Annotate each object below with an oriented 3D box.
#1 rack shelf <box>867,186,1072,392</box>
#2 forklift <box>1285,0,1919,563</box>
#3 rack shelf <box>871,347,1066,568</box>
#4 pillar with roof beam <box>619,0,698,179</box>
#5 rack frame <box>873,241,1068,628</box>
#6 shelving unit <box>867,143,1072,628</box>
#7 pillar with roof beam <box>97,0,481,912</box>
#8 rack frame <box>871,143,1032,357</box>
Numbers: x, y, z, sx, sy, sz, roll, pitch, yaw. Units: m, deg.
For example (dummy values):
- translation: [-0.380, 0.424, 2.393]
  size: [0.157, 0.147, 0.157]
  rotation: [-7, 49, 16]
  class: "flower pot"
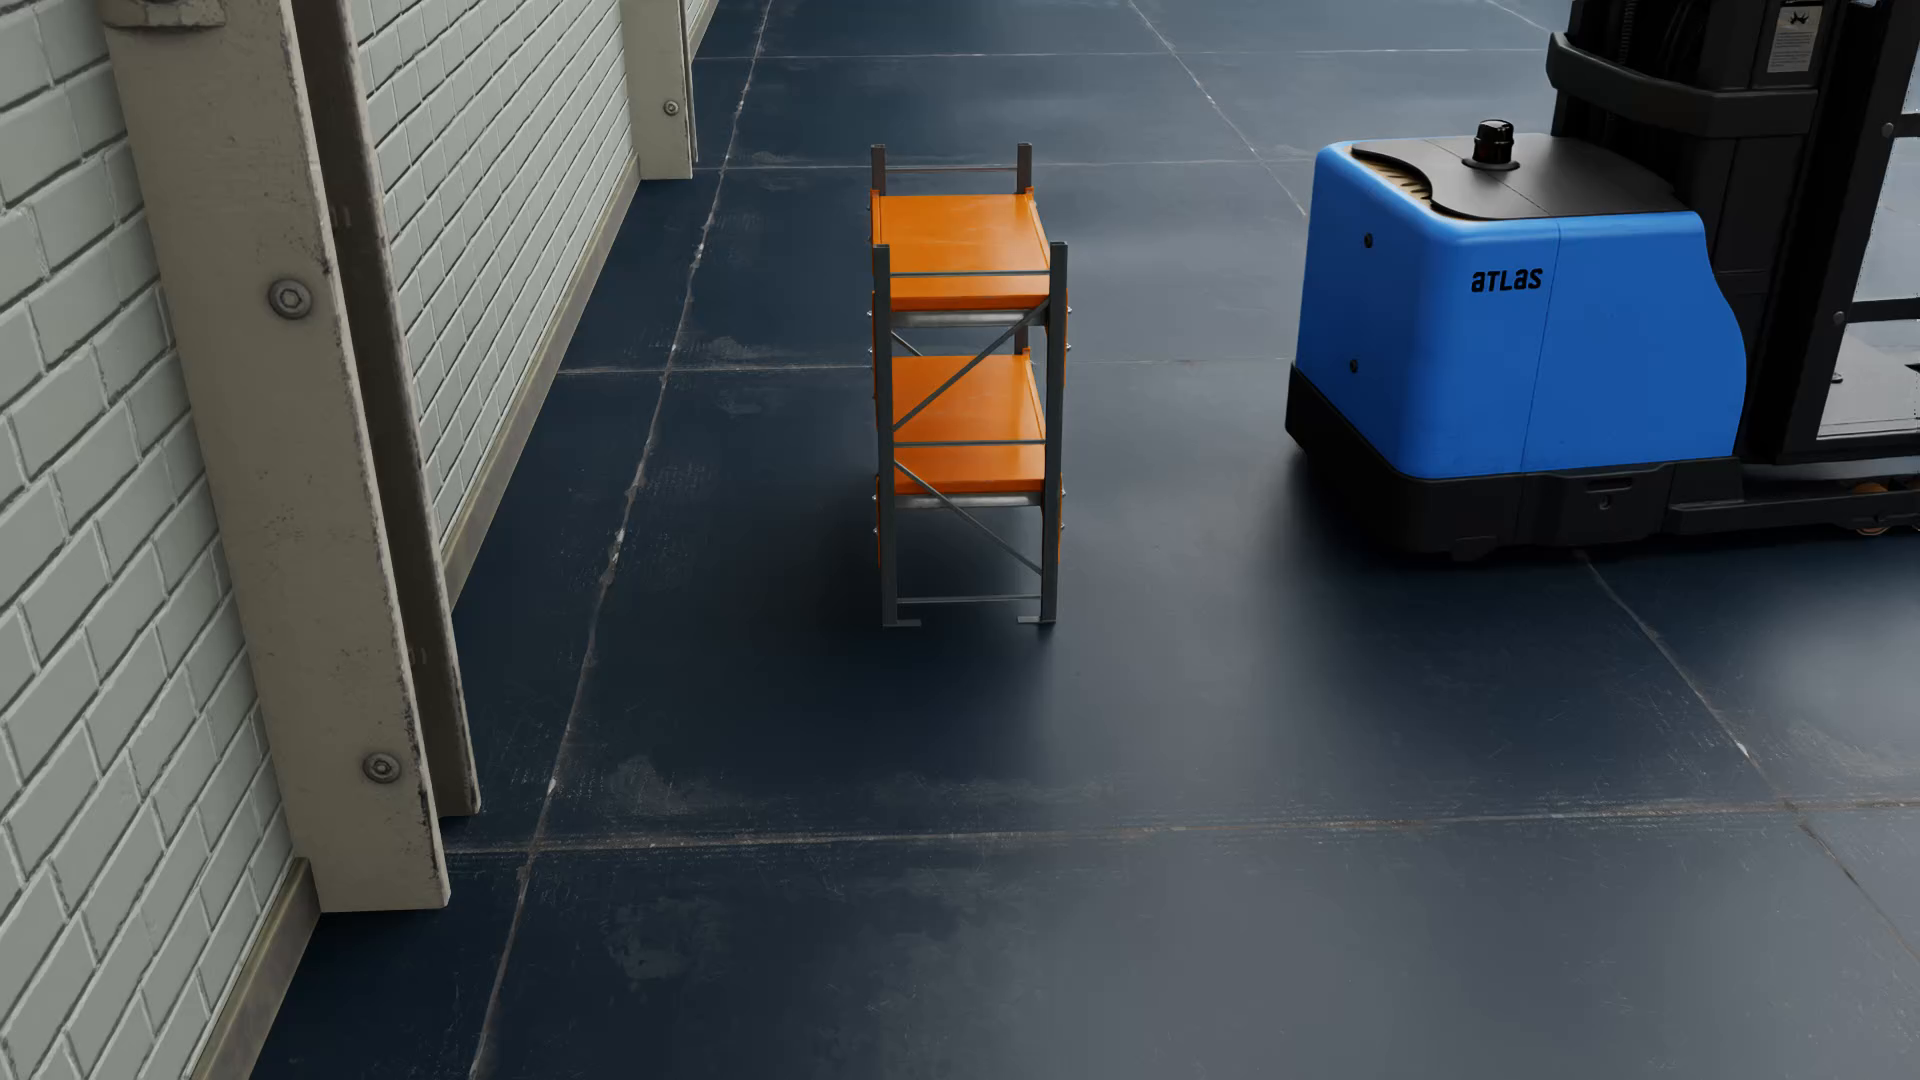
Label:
- translation: [0.000, -0.755, 4.849]
  size: [0.538, 0.278, 1.000]
  rotation: [-1, 28, -3]
  class: "rack shelf"
- translation: [2.709, -1.548, 5.049]
  size: [3.031, 2.935, 1.130]
  rotation: [-5, 28, -9]
  class: "forklift"
- translation: [0.000, -0.279, 5.097]
  size: [0.538, 0.278, 1.000]
  rotation: [-1, 28, -3]
  class: "rack shelf"
- translation: [2.681, -6.137, 7.286]
  size: [9.100, 9.000, 0.400]
  rotation: [-1, 28, -3]
  class: "pillar with roof beam"
- translation: [0.027, -0.261, 4.534]
  size: [0.500, 1.125, 0.032]
  rotation: [-1, 28, -3]
  class: "rack frame"
- translation: [0.000, -0.496, 4.984]
  size: [0.538, 1.125, 1.048]
  rotation: [-1, 28, -3]
  class: "shelving unit"
- translation: [2.994, -3.366, 1.974]
  size: [9.100, 9.000, 0.400]
  rotation: [-1, 28, -3]
  class: "pillar with roof beam"
- translation: [-0.026, -0.730, 5.434]
  size: [0.500, 1.125, 0.032]
  rotation: [-1, 28, -3]
  class: "rack frame"
